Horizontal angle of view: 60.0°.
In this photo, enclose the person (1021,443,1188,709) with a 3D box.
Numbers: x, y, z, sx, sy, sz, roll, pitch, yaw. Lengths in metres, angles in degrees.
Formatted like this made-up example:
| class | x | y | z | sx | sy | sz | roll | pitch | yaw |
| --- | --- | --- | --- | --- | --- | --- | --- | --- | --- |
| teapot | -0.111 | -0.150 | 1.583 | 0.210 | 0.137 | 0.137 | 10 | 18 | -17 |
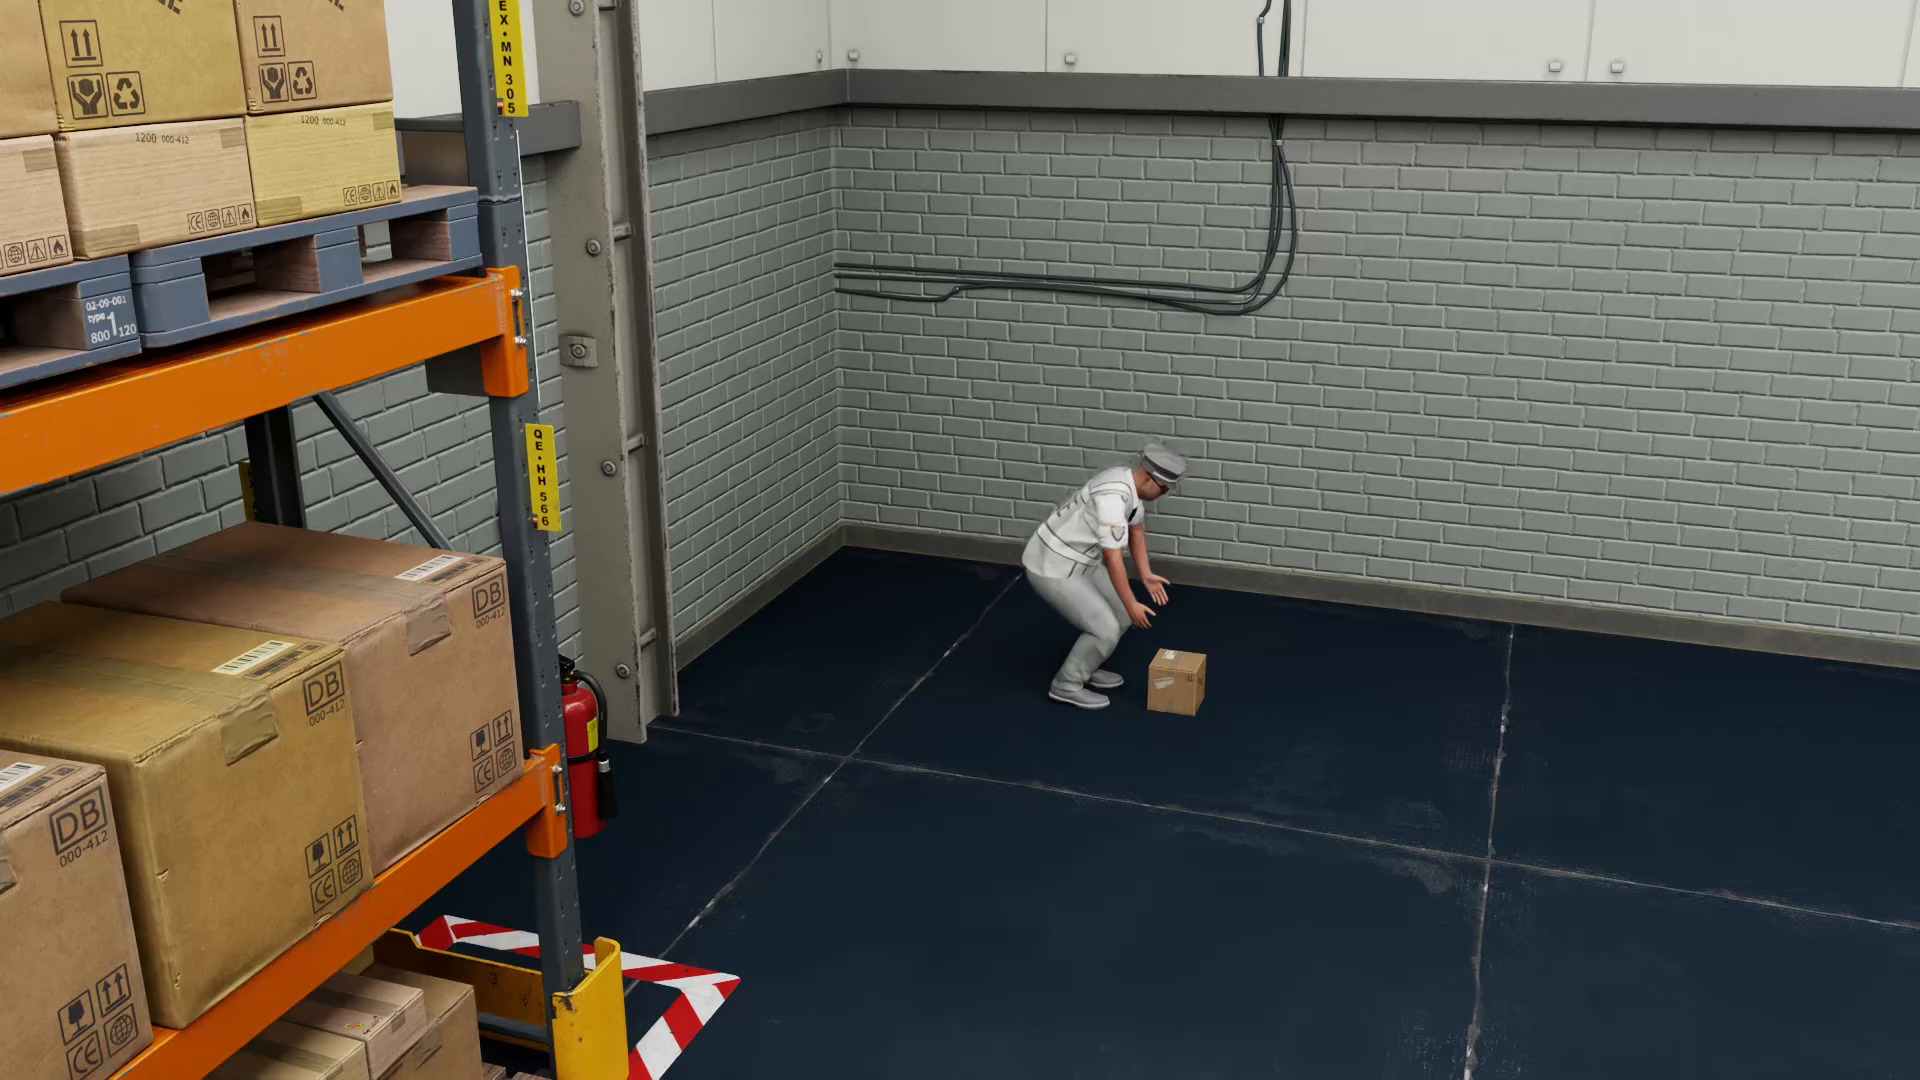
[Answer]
| class | x | y | z | sx | sy | sz | roll | pitch | yaw |
| --- | --- | --- | --- | --- | --- | --- | --- | --- | --- |
| person | 0.751 | 0.159 | 8.673 | 0.826 | 1.381 | 0.590 | 6 | 20 | 18 |
